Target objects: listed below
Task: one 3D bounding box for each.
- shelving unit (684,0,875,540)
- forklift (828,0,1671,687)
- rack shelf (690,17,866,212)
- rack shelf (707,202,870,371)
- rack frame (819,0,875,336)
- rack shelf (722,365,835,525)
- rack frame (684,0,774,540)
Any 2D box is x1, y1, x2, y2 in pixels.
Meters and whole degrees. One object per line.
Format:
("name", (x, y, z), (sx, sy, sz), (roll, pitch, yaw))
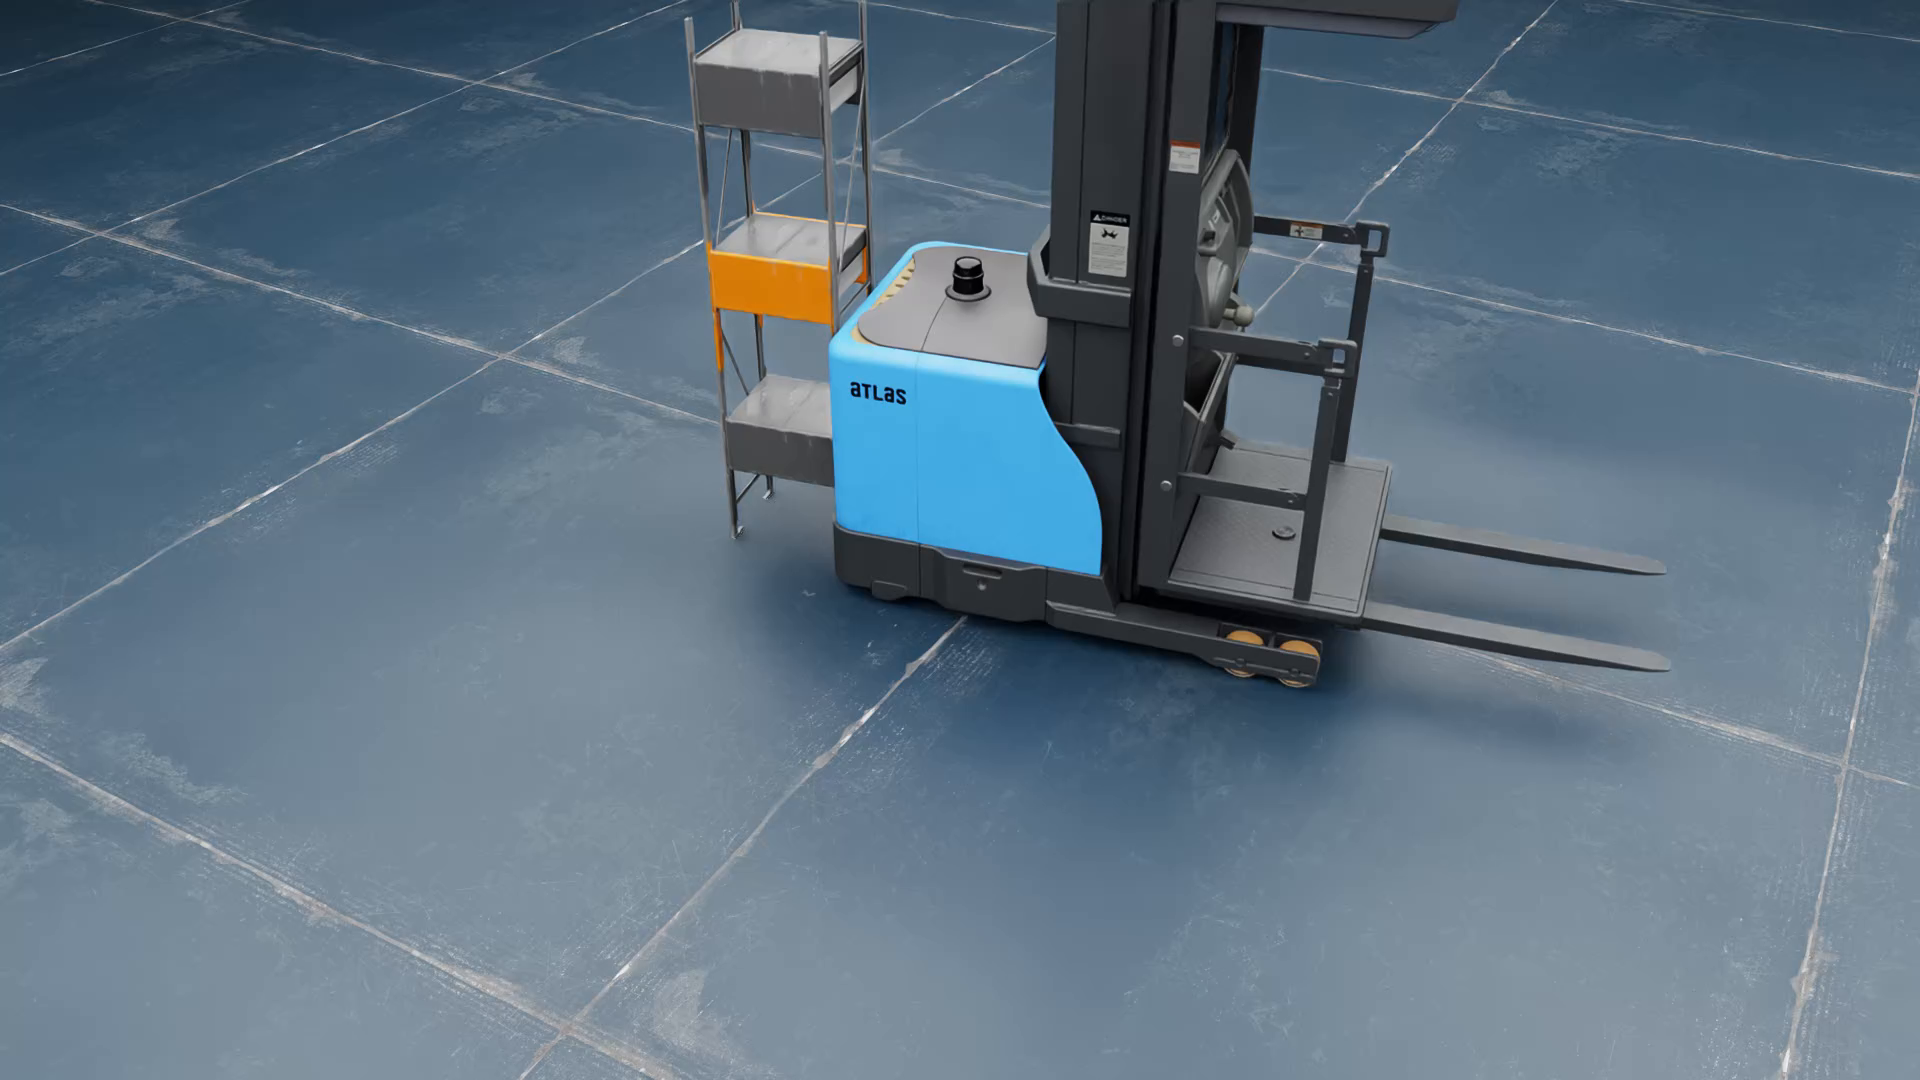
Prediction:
("shelving unit", (-0.627, -0.939, 6.265), (0.503, 2.100, 0.431), (10, 35, 15))
("forklift", (1.091, -1.024, 5.643), (3.031, 2.935, 1.130), (10, 35, 15))
("rack shelf", (-0.627, -1.510, 5.885), (0.480, 0.518, 0.431), (10, 35, 15))
("rack shelf", (-0.627, -0.927, 6.273), (0.480, 0.518, 0.431), (10, 35, 15))
("rack frame", (-0.395, -0.897, 6.203), (0.015, 2.100, 0.400), (10, 35, 15))
("rack shelf", (-0.627, -0.345, 6.661), (0.480, 0.518, 0.431), (10, 35, 15))
("rack frame", (-0.859, -0.980, 6.328), (0.015, 2.100, 0.400), (10, 35, 15))
